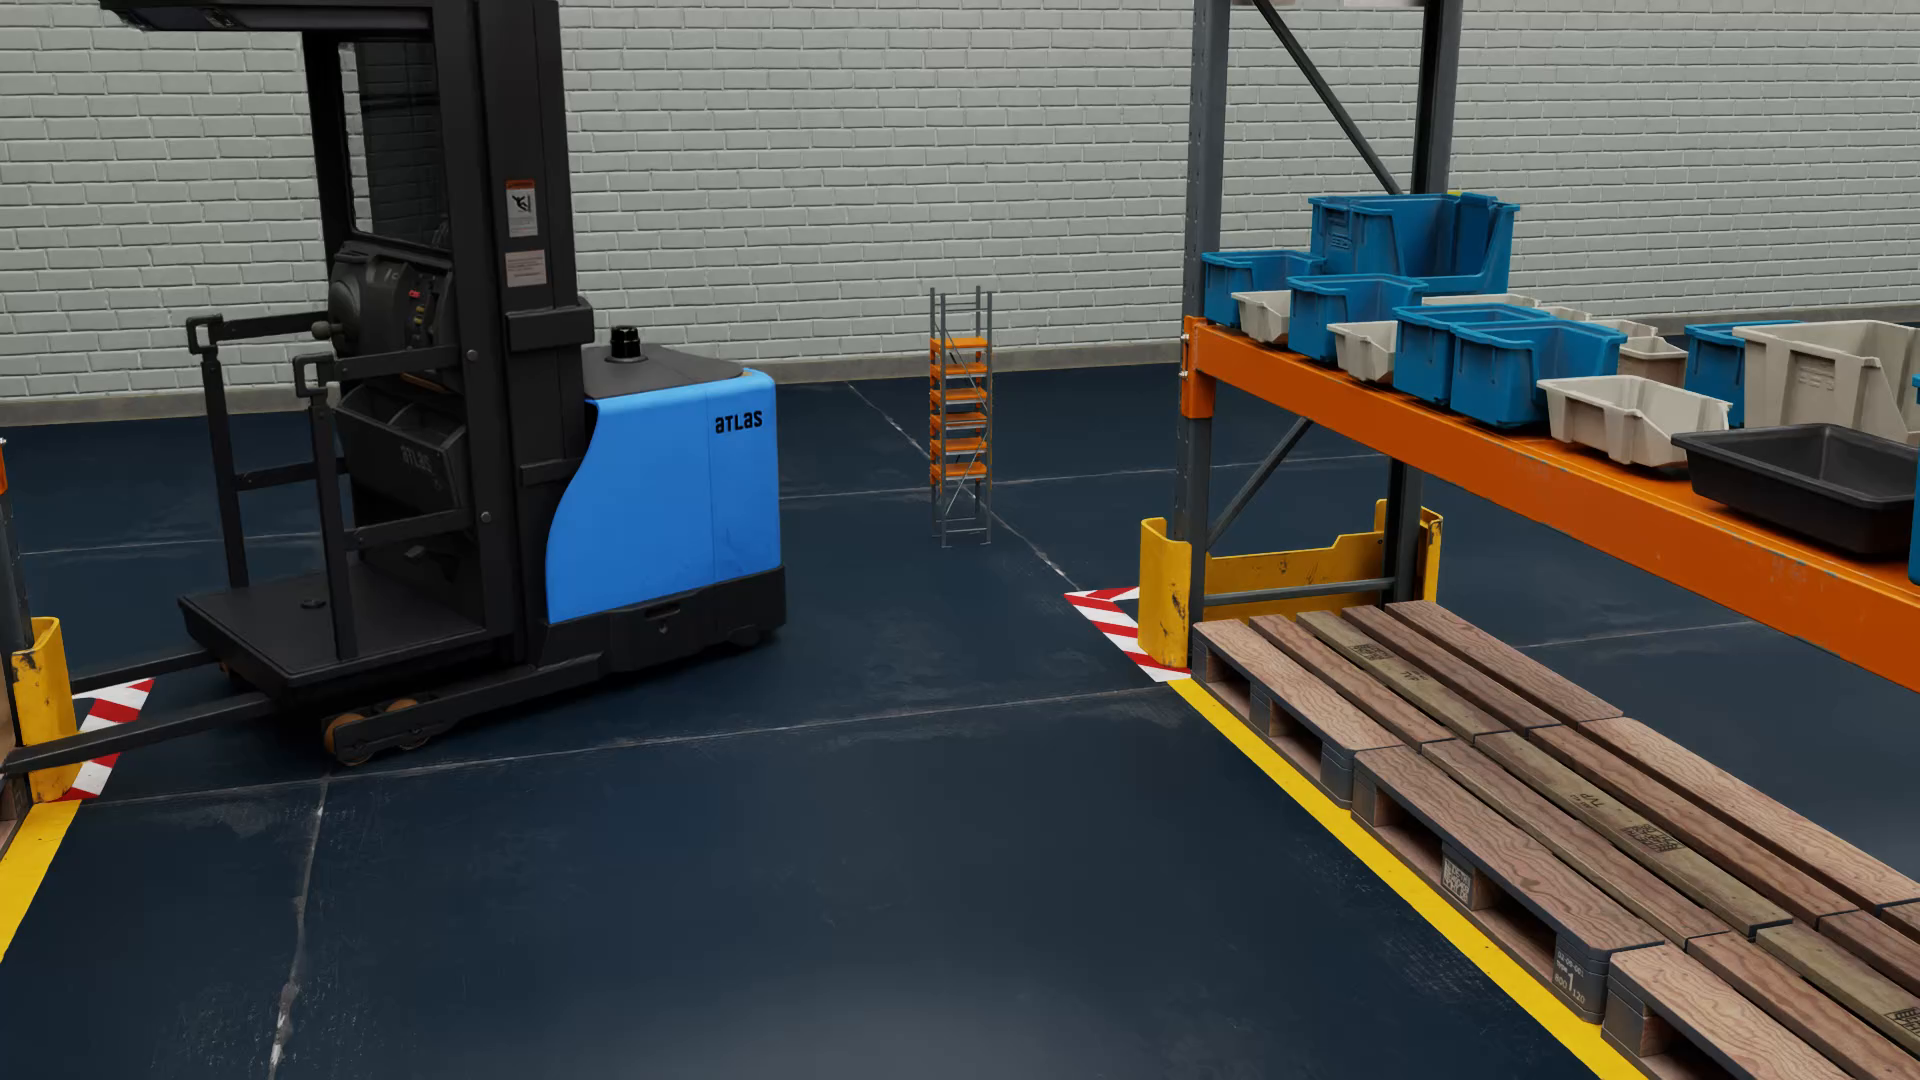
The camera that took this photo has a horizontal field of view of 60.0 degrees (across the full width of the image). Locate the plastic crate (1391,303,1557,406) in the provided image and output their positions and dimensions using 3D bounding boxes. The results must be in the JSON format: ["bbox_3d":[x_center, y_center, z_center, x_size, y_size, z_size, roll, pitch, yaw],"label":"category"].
[{"bbox_3d":[1.428,-0.521,4.660,0.416,0.233,0.300,-5,17,-15],"label":"plastic crate"}]

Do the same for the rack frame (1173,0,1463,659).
[{"bbox_3d":[1.315,-1.031,6.171,1.000,3.000,0.127,-5,17,-15],"label":"rack frame"}]

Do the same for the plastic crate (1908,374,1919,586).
[{"bbox_3d":[1.958,-0.048,2.821,0.392,0.384,0.575,-5,17,-15],"label":"plastic crate"}]

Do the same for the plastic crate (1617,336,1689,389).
[{"bbox_3d":[1.978,-0.486,4.708,0.298,0.136,0.250,-5,17,-15],"label":"plastic crate"}]

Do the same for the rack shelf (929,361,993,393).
[{"bbox_3d":[0.004,-0.758,7.710,0.258,0.103,0.180,-5,17,-15],"label":"rack shelf"}]

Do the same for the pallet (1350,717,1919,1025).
[{"bbox_3d":[1.836,0.872,4.681,1.003,0.211,1.213,-5,17,-15],"label":"pallet"}]

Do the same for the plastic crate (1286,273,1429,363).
[{"bbox_3d":[1.247,-0.703,5.266,0.416,0.233,0.300,-5,17,-15],"label":"plastic crate"}]

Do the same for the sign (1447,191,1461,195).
[{"bbox_3d":[1.840,-1.157,6.307,0.100,0.325,0.005,-5,17,-15],"label":"sign"}]

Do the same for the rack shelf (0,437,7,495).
[{"bbox_3d":[-2.899,0.257,3.132,1.077,0.370,4.000,-5,17,-15],"label":"rack shelf"}]

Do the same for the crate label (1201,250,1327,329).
[{"bbox_3d":[1.067,-0.885,5.872,0.416,0.233,0.303,-5,17,-15],"label":"crate label"}]

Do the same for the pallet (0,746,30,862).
[{"bbox_3d":[-3.208,0.937,4.468,1.003,0.211,1.213,-5,17,-15],"label":"pallet"}]

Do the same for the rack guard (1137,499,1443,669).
[{"bbox_3d":[1.296,0.160,6.549,1.175,0.500,0.348,-5,17,-15],"label":"rack guard"}]

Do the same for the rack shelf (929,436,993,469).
[{"bbox_3d":[0.004,-0.413,7.813,0.258,0.103,0.180,-5,17,-15],"label":"rack shelf"}]

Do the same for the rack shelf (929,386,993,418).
[{"bbox_3d":[0.004,-0.643,7.744,0.258,0.103,0.180,-5,17,-15],"label":"rack shelf"}]

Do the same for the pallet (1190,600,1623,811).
[{"bbox_3d":[1.505,0.536,5.802,1.003,0.211,1.213,-5,17,-15],"label":"pallet"}]

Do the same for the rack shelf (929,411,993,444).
[{"bbox_3d":[0.004,-0.528,7.779,0.258,0.103,0.180,-5,17,-15],"label":"rack shelf"}]

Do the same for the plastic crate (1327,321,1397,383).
[{"bbox_3d":[1.262,-0.556,4.944,0.250,0.136,0.298,-5,17,-15],"label":"plastic crate"}]

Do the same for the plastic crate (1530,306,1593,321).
[{"bbox_3d":[1.779,-0.641,5.226,0.396,0.136,0.243,-5,17,-15],"label":"plastic crate"}]

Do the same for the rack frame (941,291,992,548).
[{"bbox_3d":[0.029,-0.545,7.682,0.240,1.200,0.006,-5,17,-15],"label":"rack frame"}]

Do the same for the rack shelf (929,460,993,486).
[{"bbox_3d":[0.004,-0.298,7.848,0.258,0.103,0.180,-5,17,-15],"label":"rack shelf"}]

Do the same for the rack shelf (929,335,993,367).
[{"bbox_3d":[0.004,-0.873,7.675,0.258,0.103,0.180,-5,17,-15],"label":"rack shelf"}]

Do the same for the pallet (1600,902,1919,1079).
[{"bbox_3d":[2.175,1.210,3.555,1.003,0.211,1.213,-5,17,-15],"label":"pallet"}]

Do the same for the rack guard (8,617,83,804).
[{"bbox_3d":[-3.428,0.578,5.160,1.175,0.500,0.348,-5,17,-15],"label":"rack guard"}]

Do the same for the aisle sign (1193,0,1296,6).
[{"bbox_3d":[1.010,-2.273,5.785,0.394,0.787,0.004,-5,17,-15],"label":"aisle sign"}]

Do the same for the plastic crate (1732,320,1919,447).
[{"bbox_3d":[2.172,-0.334,3.950,0.437,0.282,0.530,-5,17,-15],"label":"plastic crate"}]

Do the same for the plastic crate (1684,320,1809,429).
[{"bbox_3d":[2.126,-0.432,4.363,0.416,0.233,0.300,-5,17,-15],"label":"plastic crate"}]

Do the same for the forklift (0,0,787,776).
[{"bbox_3d":[-2.127,-0.831,5.623,3.031,2.935,1.130,-14,22,-40],"label":"forklift"}]

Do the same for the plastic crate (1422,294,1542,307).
[{"bbox_3d":[1.713,-0.722,5.497,0.396,0.136,0.243,-5,17,-15],"label":"plastic crate"}]

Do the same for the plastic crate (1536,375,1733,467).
[{"bbox_3d":[1.647,-0.285,4.041,0.293,0.136,0.466,-5,17,-15],"label":"plastic crate"}]

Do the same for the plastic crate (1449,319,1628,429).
[{"bbox_3d":[1.511,-0.438,4.383,0.416,0.233,0.300,-5,17,-15],"label":"plastic crate"}]

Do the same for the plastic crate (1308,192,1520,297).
[{"bbox_3d":[1.587,-0.999,5.898,0.616,0.435,0.499,-5,17,-15],"label":"plastic crate"}]

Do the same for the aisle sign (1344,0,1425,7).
[{"bbox_3d":[1.577,-2.319,5.940,0.394,0.787,0.004,-5,17,-15],"label":"aisle sign"}]

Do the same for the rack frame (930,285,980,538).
[{"bbox_3d":[-0.021,-0.596,7.850,0.240,1.200,0.006,-5,17,-15],"label":"rack frame"}]

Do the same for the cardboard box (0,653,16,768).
[{"bbox_3d":[-3.062,0.477,4.731,0.500,0.500,0.500,-5,17,-15],"label":"cardboard box"}]

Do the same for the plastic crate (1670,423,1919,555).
[{"bbox_3d":[1.849,-0.110,3.478,0.437,0.125,0.590,-5,17,-15],"label":"plastic crate"}]

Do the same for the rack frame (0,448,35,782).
[{"bbox_3d":[-3.448,-0.641,4.871,1.000,3.000,0.127,-5,17,-15],"label":"rack frame"}]

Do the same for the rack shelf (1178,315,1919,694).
[{"bbox_3d":[1.865,-0.133,4.433,1.077,0.370,4.000,-5,17,-15],"label":"rack shelf"}]

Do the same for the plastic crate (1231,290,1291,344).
[{"bbox_3d":[1.075,-0.744,5.569,0.250,0.136,0.298,-5,17,-15],"label":"plastic crate"}]

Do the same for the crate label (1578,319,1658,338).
[{"bbox_3d":[1.879,-0.566,4.976,0.396,0.136,0.243,-5,17,-15],"label":"crate label"}]

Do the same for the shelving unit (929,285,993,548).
[{"bbox_3d":[0.004,-0.571,7.766,0.258,1.200,0.189,-5,17,-15],"label":"shelving unit"}]
